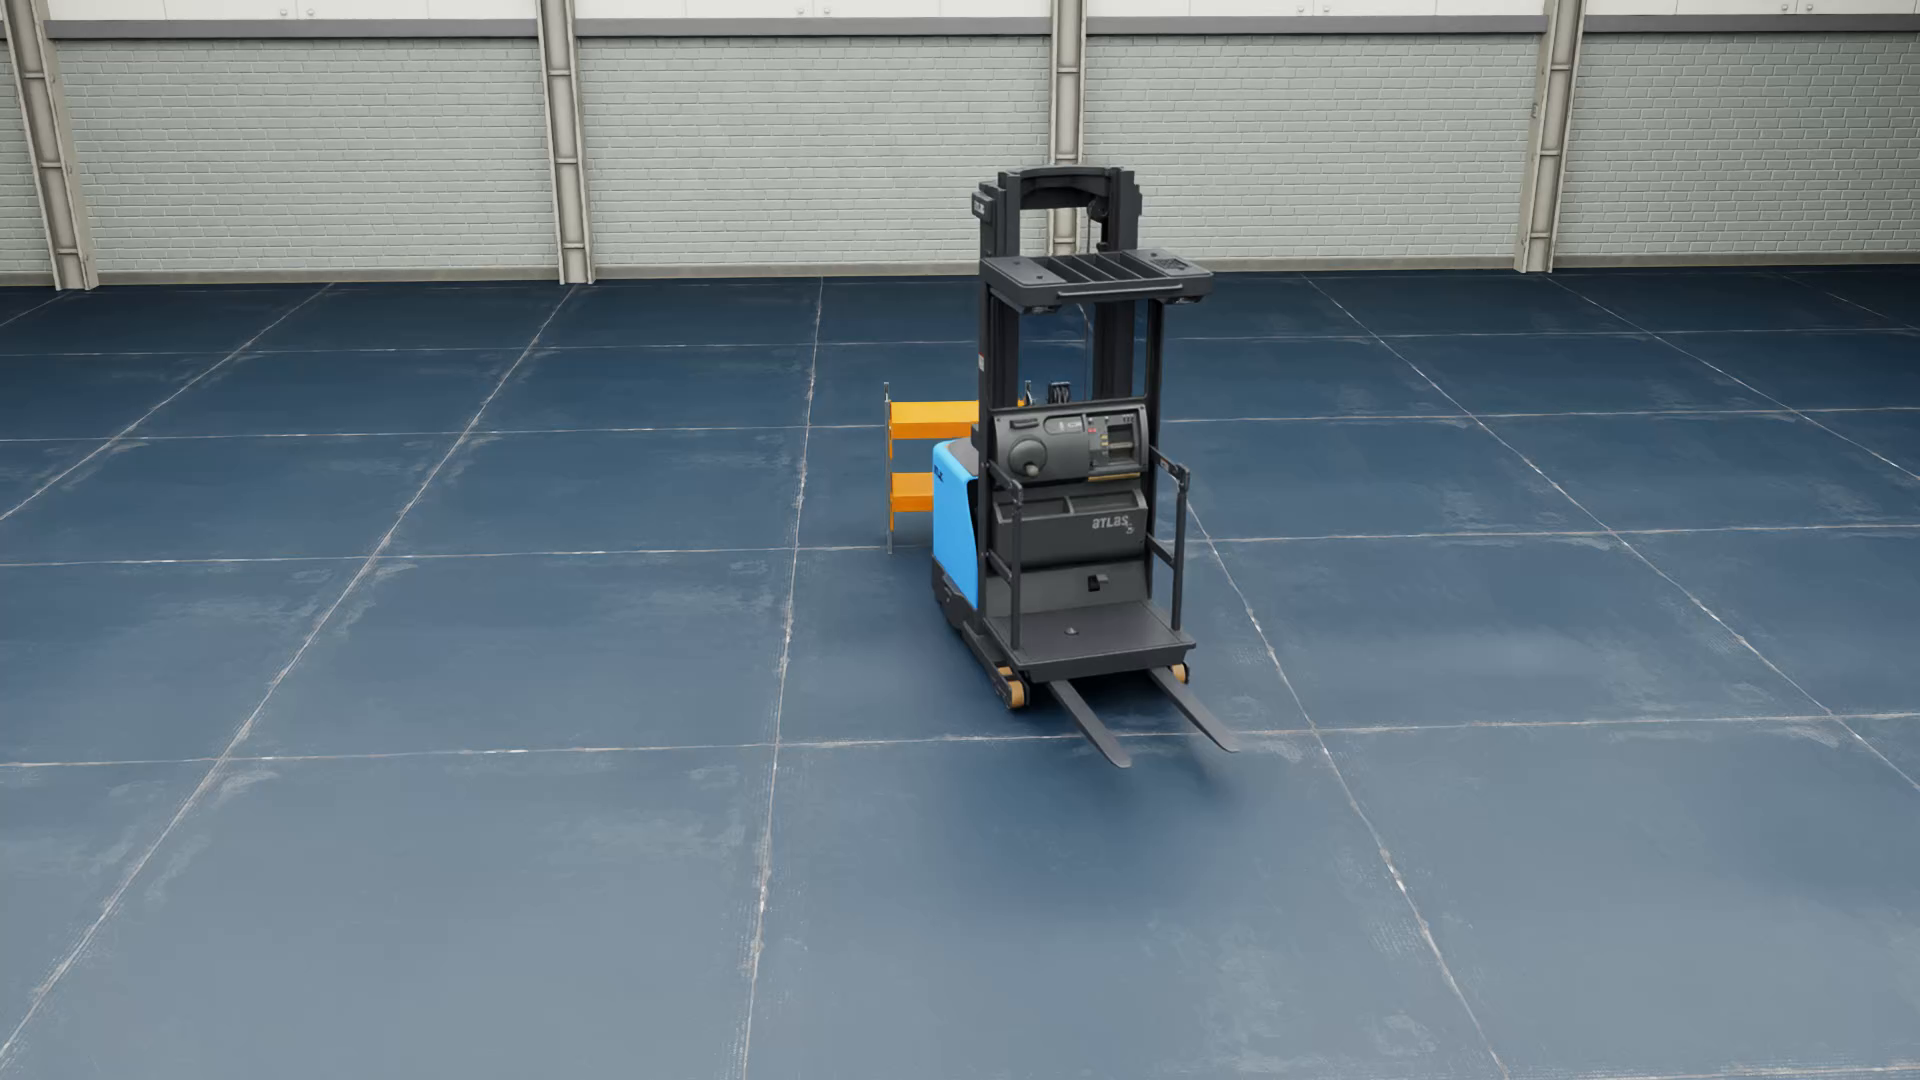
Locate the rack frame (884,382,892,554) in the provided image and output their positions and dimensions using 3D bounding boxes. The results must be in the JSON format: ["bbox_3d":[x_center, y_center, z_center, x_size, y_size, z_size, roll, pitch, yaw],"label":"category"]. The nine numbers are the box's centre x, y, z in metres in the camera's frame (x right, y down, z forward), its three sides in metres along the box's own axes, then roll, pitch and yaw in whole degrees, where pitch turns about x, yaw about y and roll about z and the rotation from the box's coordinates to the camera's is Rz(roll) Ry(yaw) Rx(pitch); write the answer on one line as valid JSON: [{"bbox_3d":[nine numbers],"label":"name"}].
[{"bbox_3d":[-0.514,-0.515,11.893,0.032,1.125,0.500,-1,21,-3],"label":"rack frame"}]

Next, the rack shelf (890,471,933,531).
[{"bbox_3d":[-0.007,-0.297,12.007,1.000,0.278,0.538,-1,21,-3],"label":"rack shelf"}]

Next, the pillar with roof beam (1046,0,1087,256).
[{"bbox_3d":[1.529,-5.985,15.194,0.400,9.000,9.100,-1,21,-3],"label":"pillar with roof beam"}]

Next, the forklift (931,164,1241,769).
[{"bbox_3d":[0.712,-0.552,9.452,1.130,2.935,3.031,-6,22,-15],"label":"forklift"}]

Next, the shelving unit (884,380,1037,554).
[{"bbox_3d":[-0.007,-0.526,11.920,1.048,1.125,0.538,-1,21,-3],"label":"shelving unit"}]

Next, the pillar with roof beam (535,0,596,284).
[{"bbox_3d":[-4.461,-5.863,14.874,0.400,9.000,9.100,-1,21,-3],"label":"pillar with roof beam"}]

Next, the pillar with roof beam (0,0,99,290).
[{"bbox_3d":[-10.451,-5.741,14.554,0.400,9.000,9.100,-1,21,-3],"label":"pillar with roof beam"}]

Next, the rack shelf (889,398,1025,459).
[{"bbox_3d":[-0.007,-0.799,11.816,1.000,0.278,0.538,-1,21,-3],"label":"rack shelf"}]

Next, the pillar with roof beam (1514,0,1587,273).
[{"bbox_3d":[7.519,-6.107,15.514,0.400,9.000,9.100,-1,21,-3],"label":"pillar with roof beam"}]

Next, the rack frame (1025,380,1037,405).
[{"bbox_3d":[0.501,-0.536,11.948,0.032,1.125,0.500,-1,21,-3],"label":"rack frame"}]
